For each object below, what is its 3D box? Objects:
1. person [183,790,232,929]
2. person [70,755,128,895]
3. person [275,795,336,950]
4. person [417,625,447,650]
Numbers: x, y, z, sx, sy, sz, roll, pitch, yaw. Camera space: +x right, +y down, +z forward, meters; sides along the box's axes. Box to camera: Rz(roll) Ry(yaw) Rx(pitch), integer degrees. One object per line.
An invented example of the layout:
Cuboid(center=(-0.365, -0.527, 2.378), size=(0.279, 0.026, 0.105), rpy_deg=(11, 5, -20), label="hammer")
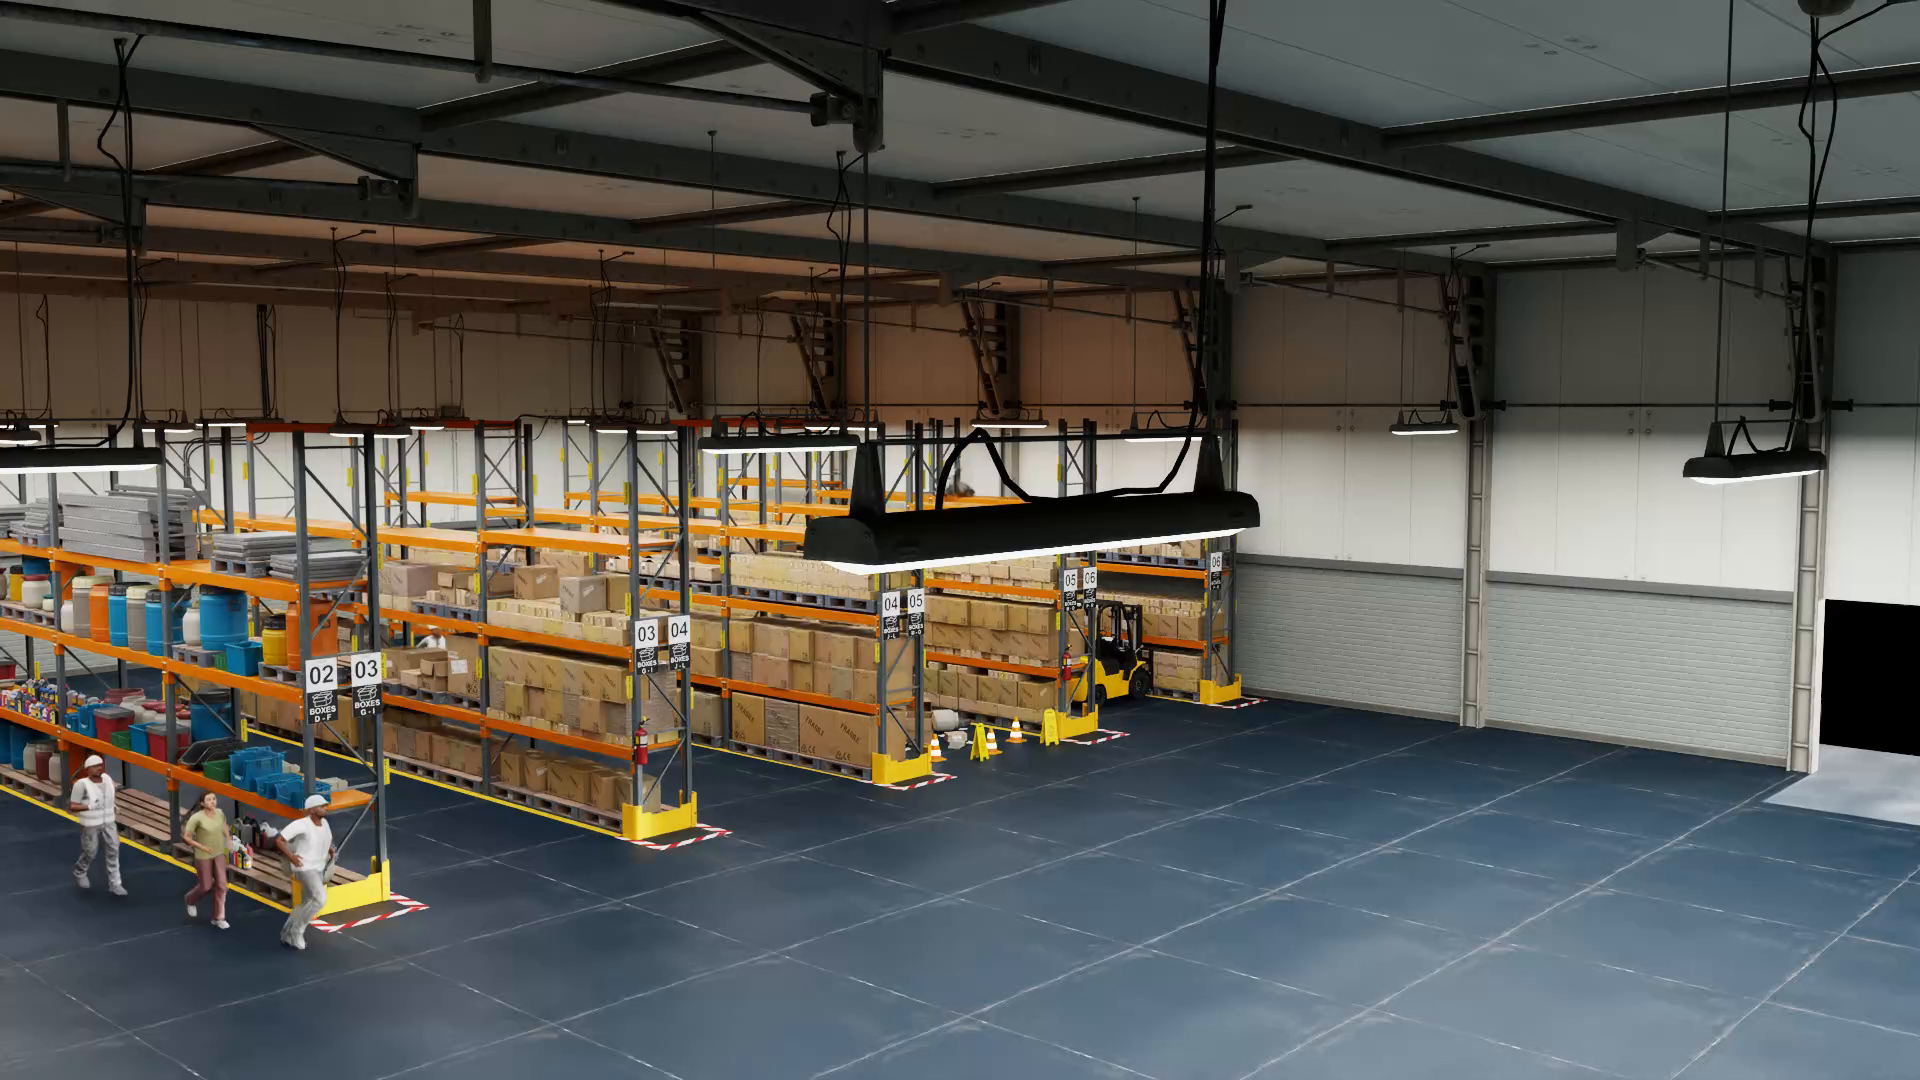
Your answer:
Cuboid(center=(-9.155, 3.855, 20.249), size=(0.771, 1.668, 0.602), rpy_deg=(3, 6, 36), label="person")
Cuboid(center=(-11.095, 3.653, 21.405), size=(0.931, 1.776, 0.683), rpy_deg=(3, 6, 32), label="person")
Cuboid(center=(-7.640, 3.878, 19.561), size=(0.625, 1.750, 0.695), rpy_deg=(1, 5, 9), label="person")
Cuboid(center=(-10.915, 2.623, 34.627), size=(0.758, 1.831, 0.625), rpy_deg=(4, 6, 43), label="person")
